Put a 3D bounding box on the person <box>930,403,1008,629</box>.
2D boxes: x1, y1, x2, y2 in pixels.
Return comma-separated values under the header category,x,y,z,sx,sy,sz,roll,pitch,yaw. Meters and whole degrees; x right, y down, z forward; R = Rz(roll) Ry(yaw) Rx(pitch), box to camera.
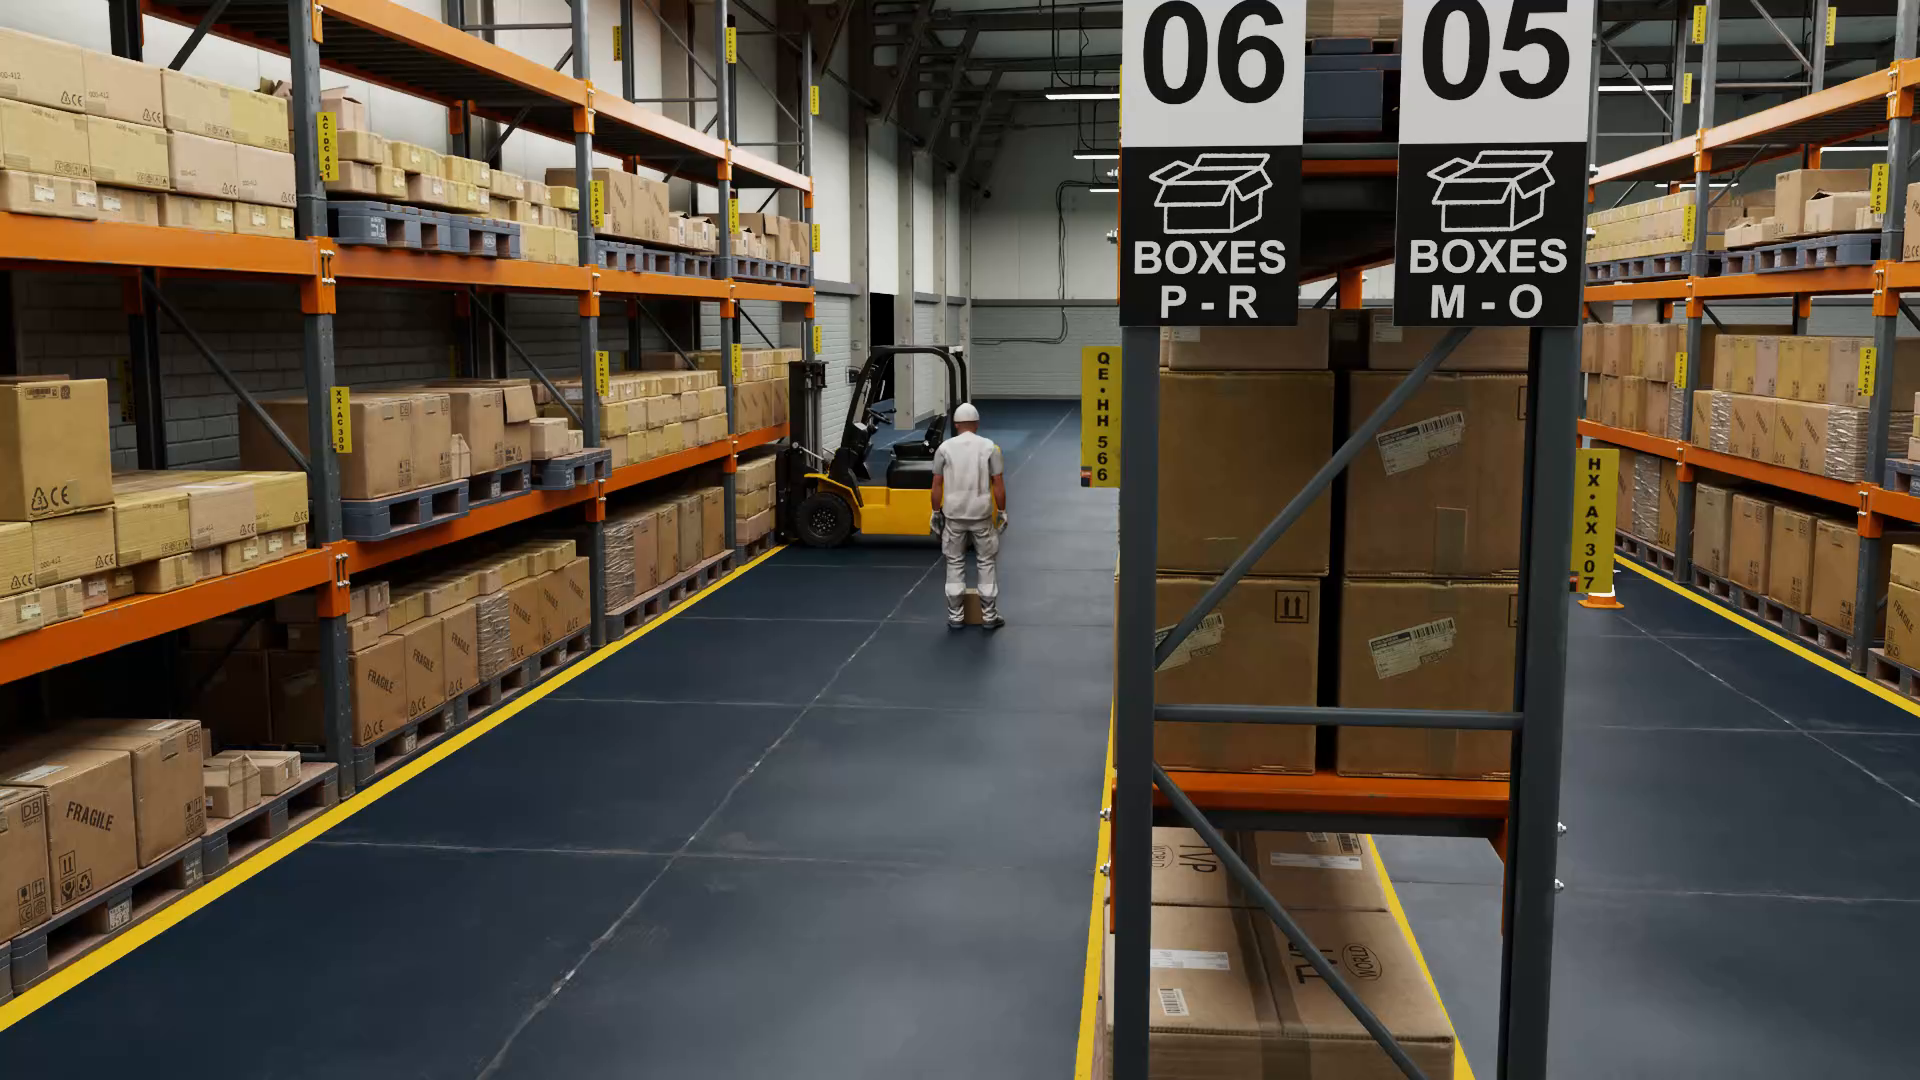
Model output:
category,x,y,z,sx,sy,sz,roll,pitch,yaw
person,0.071,-0.190,13.177,0.622,1.779,0.452,1,8,5
